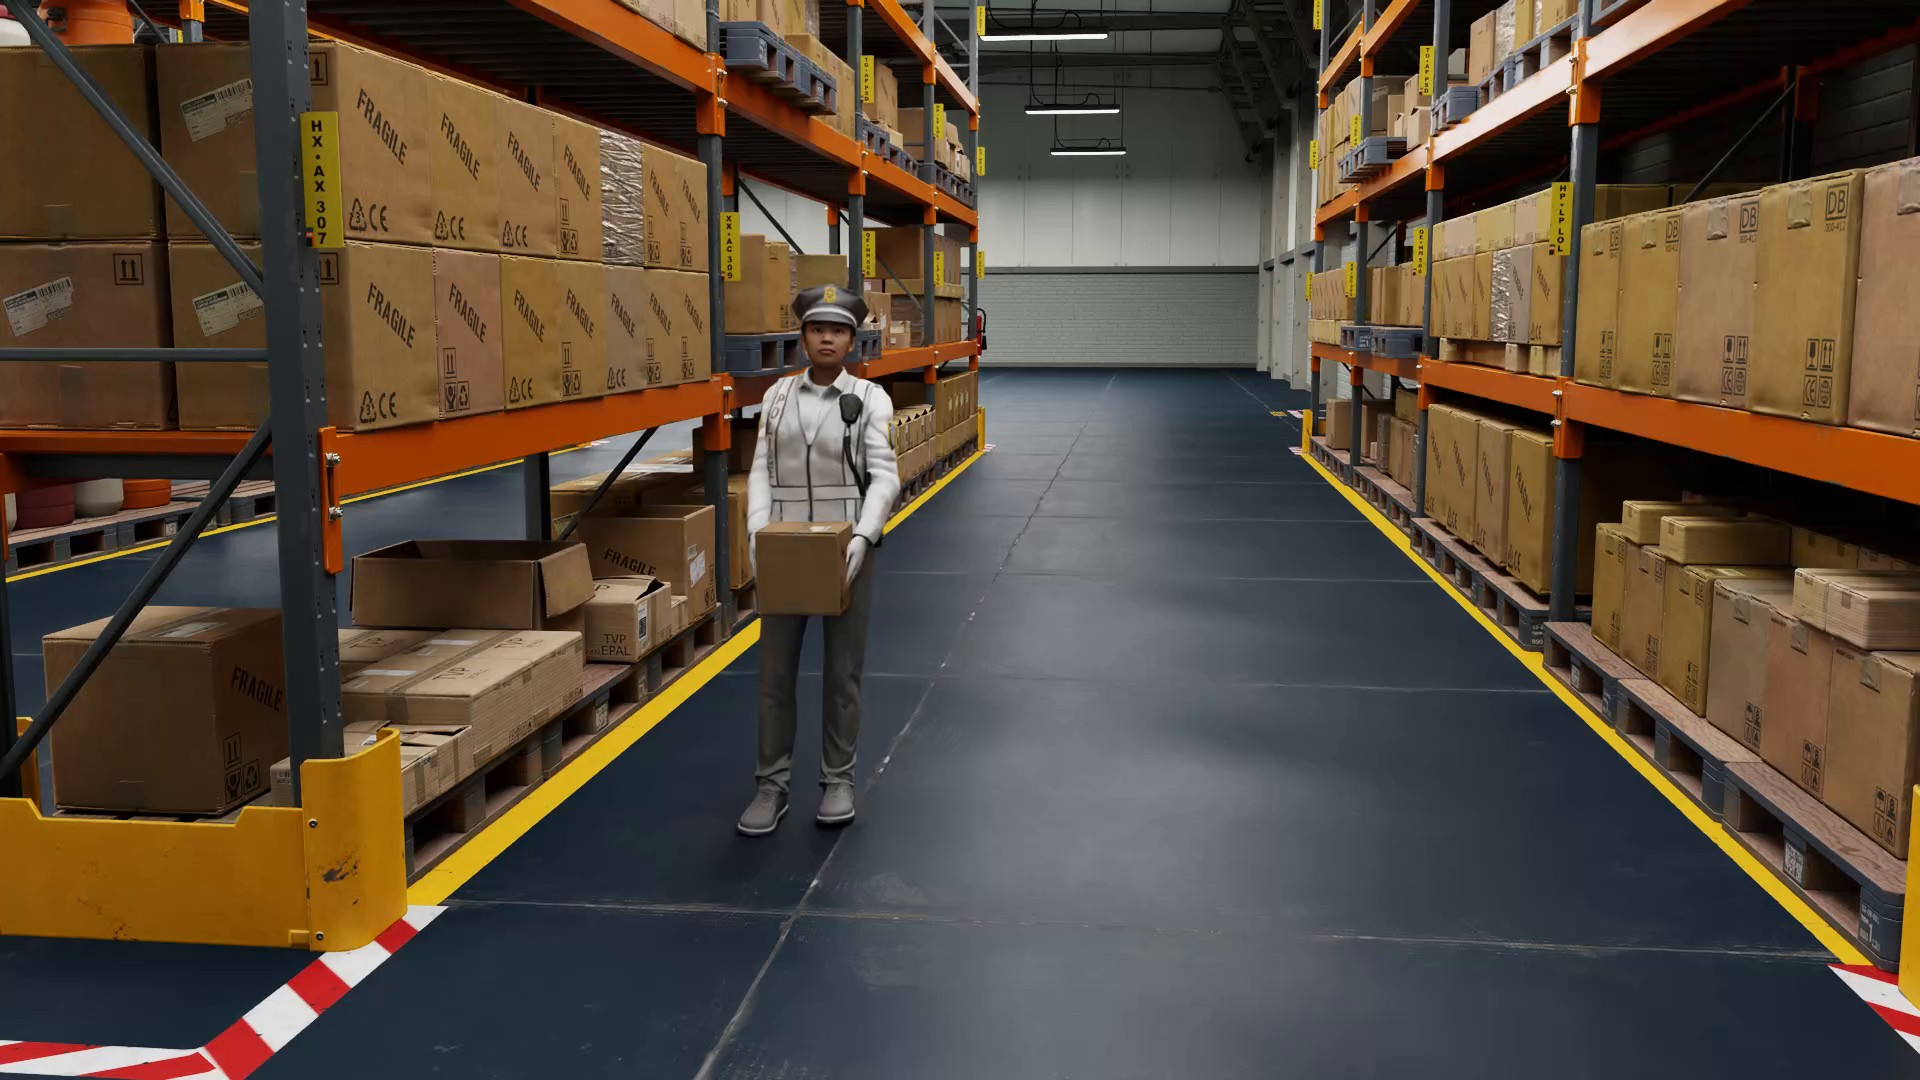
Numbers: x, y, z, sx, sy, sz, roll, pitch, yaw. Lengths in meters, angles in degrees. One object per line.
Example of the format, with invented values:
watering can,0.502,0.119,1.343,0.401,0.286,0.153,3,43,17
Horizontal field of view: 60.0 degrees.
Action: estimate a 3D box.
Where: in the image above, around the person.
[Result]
person,-0.435,0.056,5.215,0.494,1.697,0.502,1,8,6
